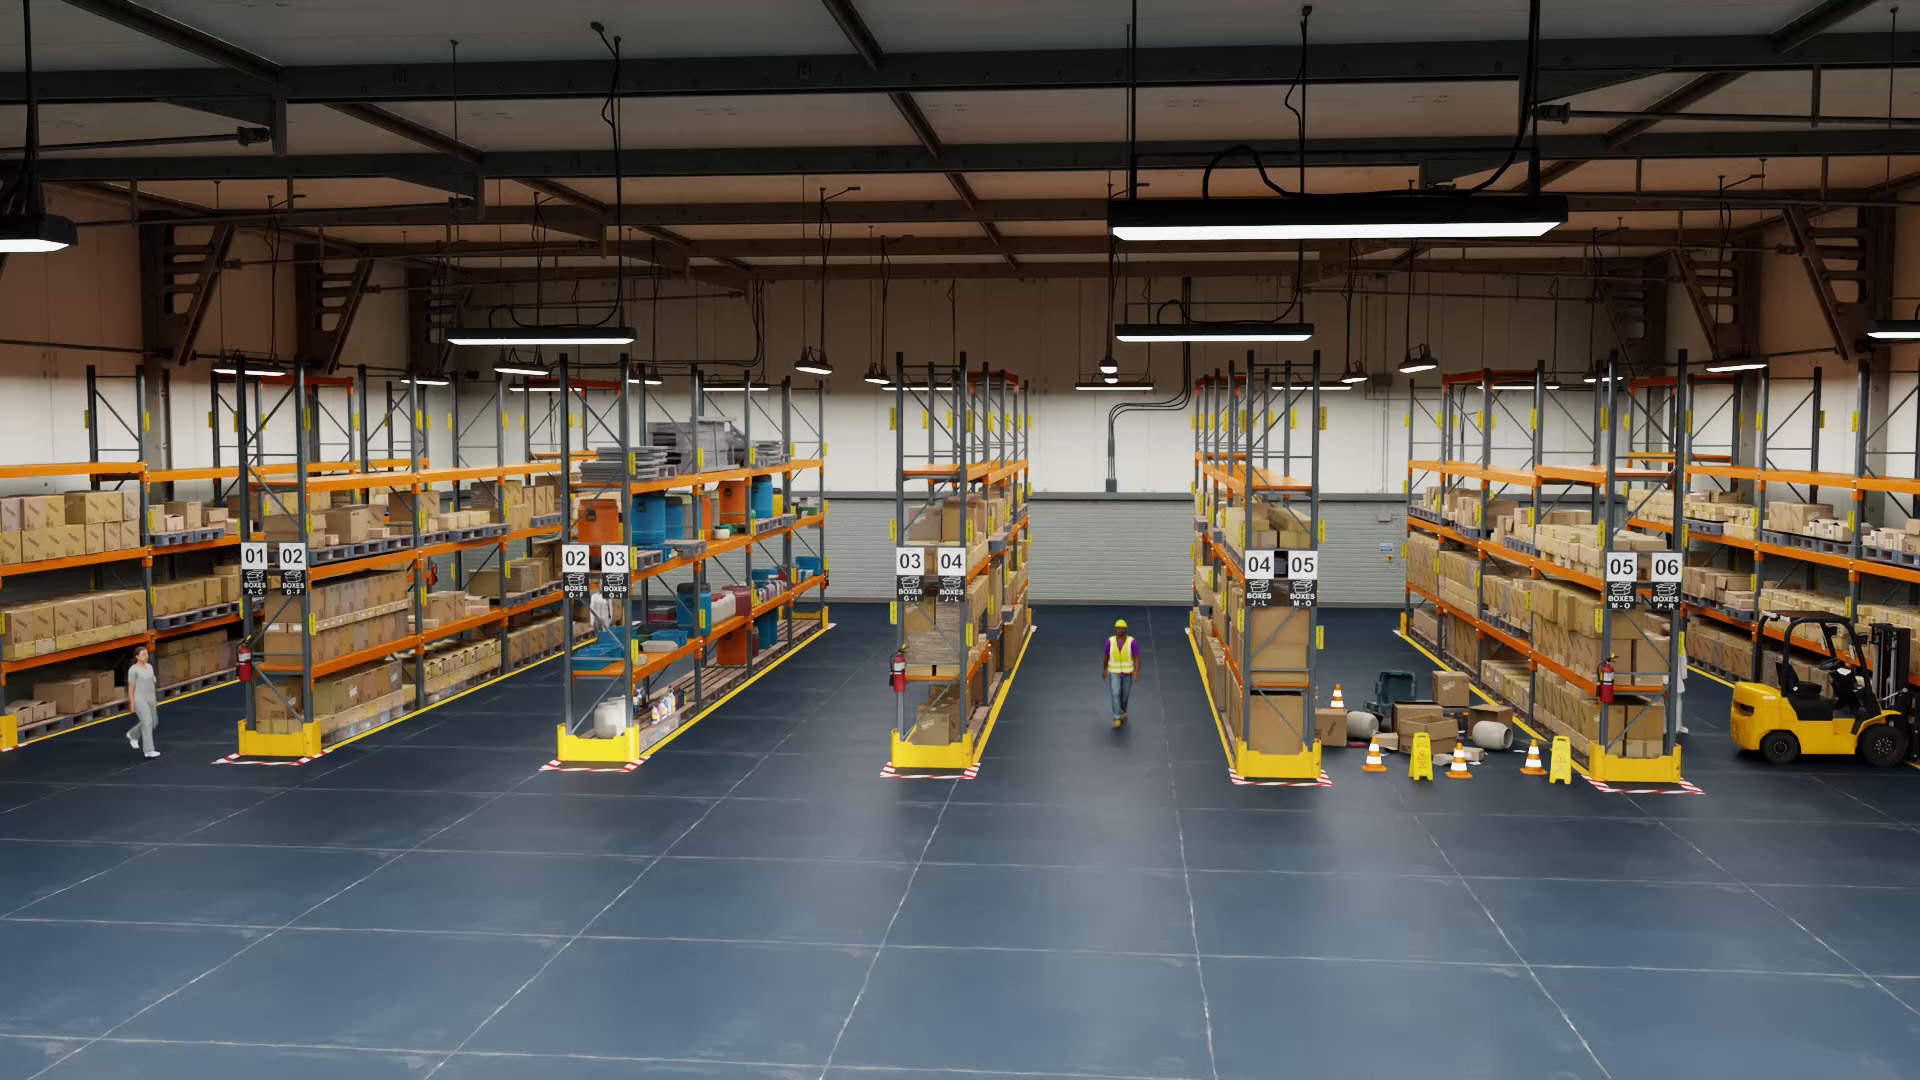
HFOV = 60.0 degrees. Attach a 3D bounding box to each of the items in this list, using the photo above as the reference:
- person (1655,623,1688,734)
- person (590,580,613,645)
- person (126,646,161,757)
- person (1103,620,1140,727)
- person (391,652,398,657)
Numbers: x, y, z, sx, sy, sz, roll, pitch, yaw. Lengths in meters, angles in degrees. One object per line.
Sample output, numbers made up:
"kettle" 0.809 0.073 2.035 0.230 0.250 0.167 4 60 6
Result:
"person" 11.345 2.226 26.664 0.614 1.776 0.613 0 4 4
"person" -7.597 1.657 35.187 0.452 1.639 0.989 0 4 -4
"person" -12.262 2.400 24.865 0.822 1.644 0.446 2 4 25
"person" 2.679 2.176 27.435 0.572 1.705 1.079 0 4 -3
"person" -11.873 1.727 34.909 0.455 1.598 0.437 3 5 36
